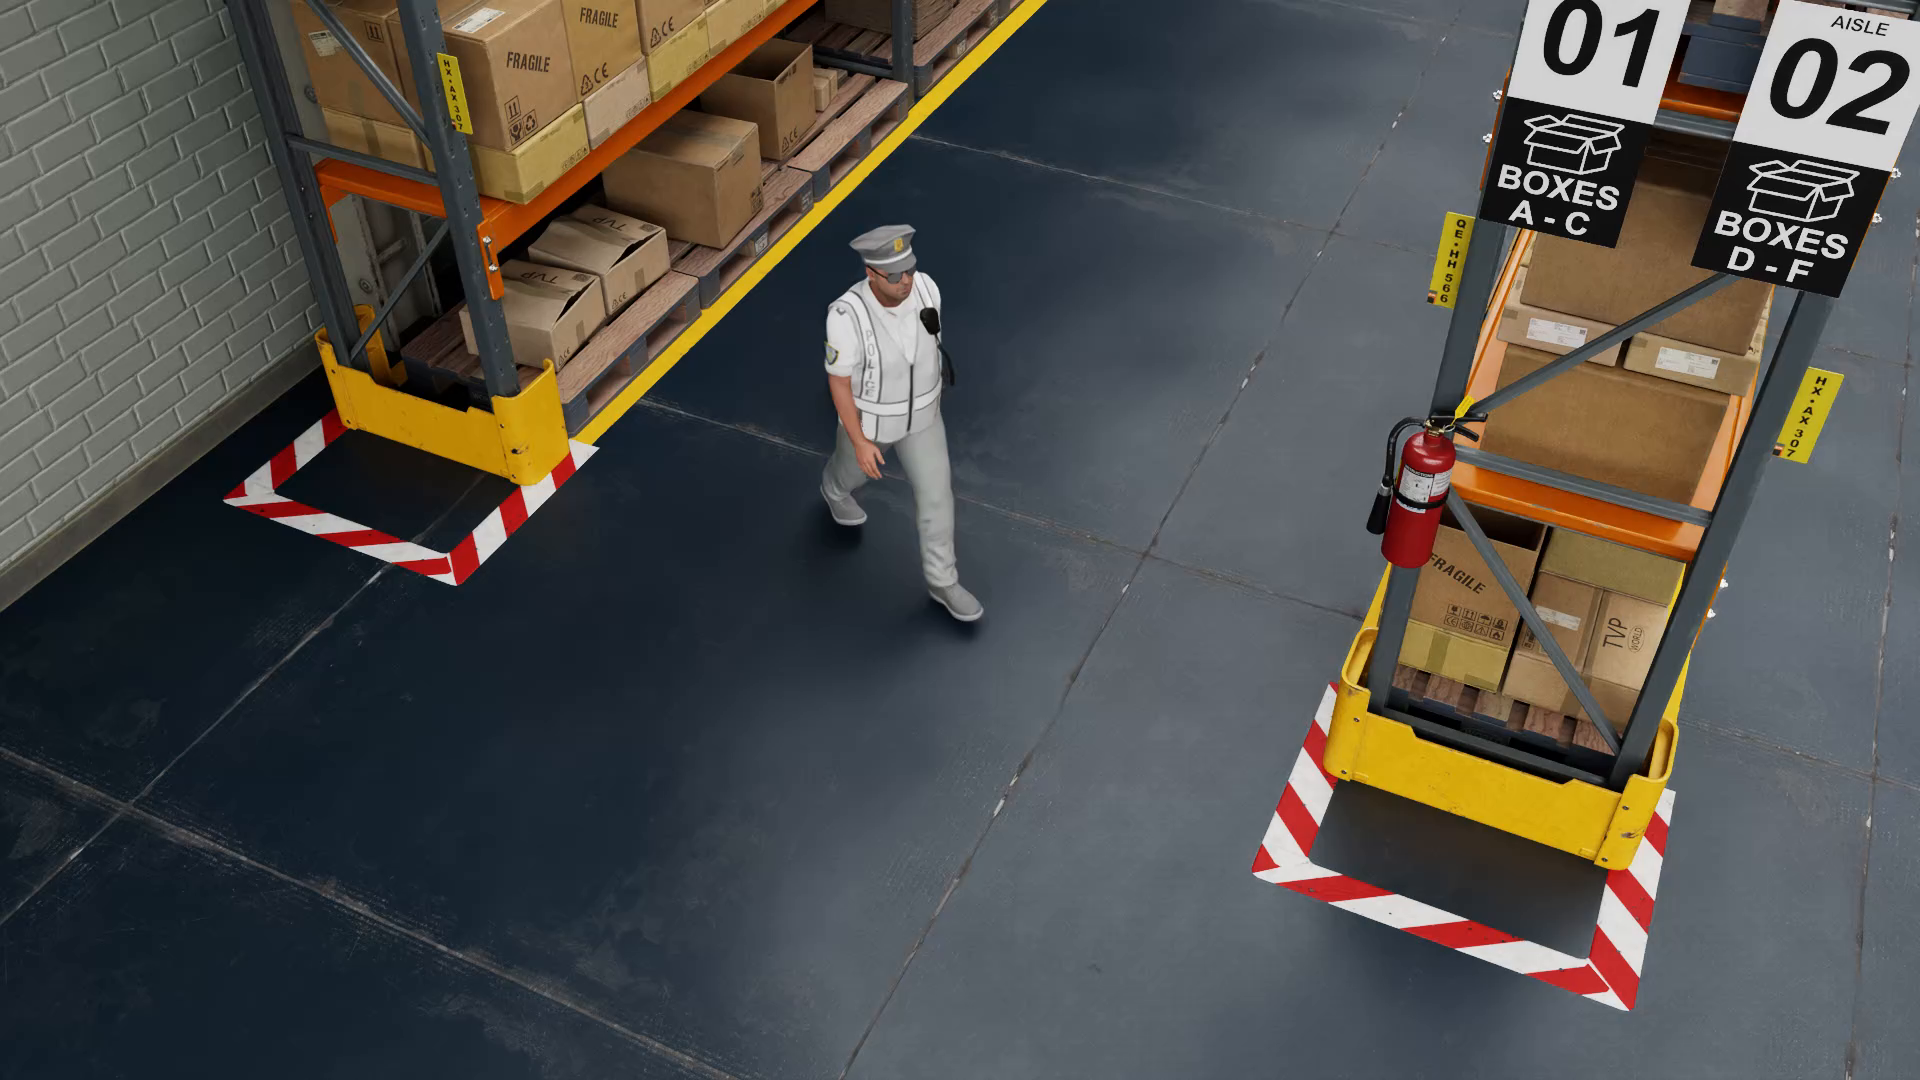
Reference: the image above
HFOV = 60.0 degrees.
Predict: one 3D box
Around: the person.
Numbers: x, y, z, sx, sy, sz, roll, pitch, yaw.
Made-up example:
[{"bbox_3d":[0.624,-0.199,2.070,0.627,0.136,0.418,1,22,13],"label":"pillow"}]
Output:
[{"bbox_3d":[-0.289,-0.535,6.751,0.530,1.716,1.086,-19,45,-20],"label":"person"}]
